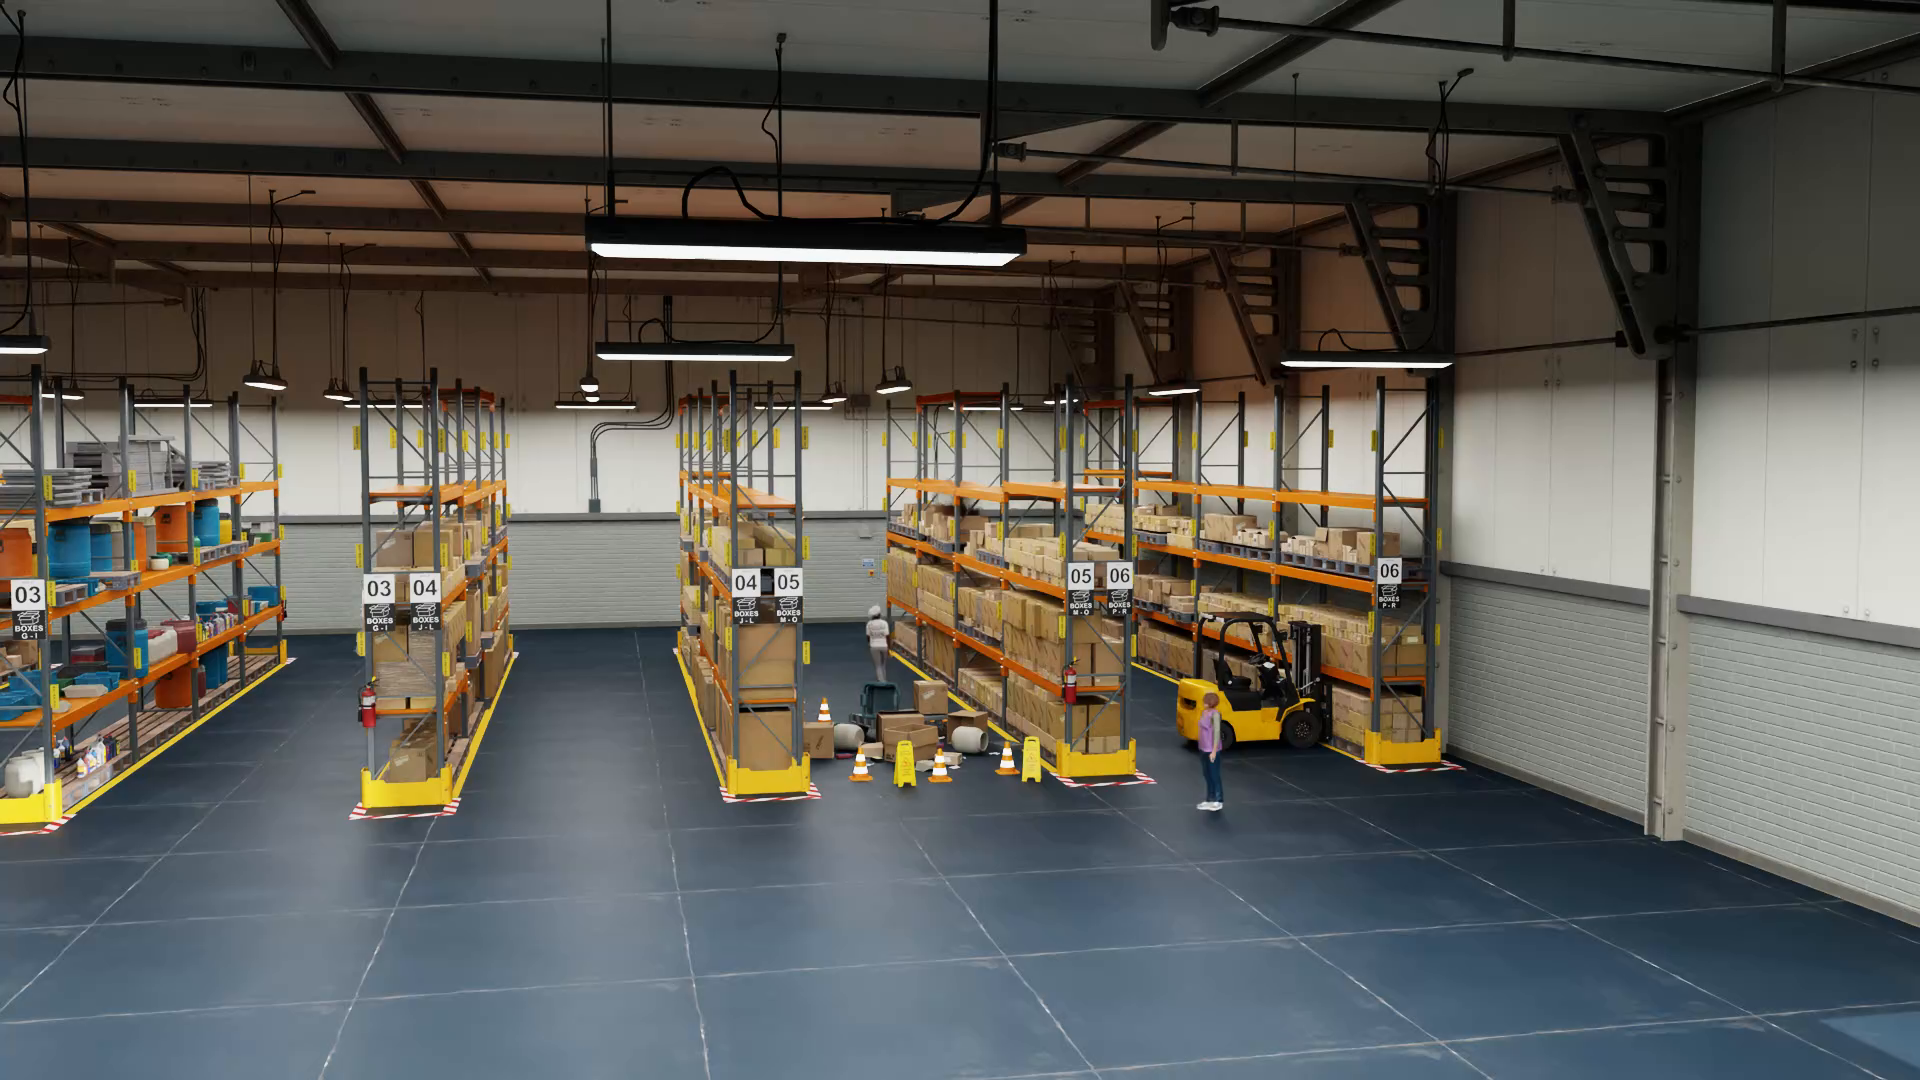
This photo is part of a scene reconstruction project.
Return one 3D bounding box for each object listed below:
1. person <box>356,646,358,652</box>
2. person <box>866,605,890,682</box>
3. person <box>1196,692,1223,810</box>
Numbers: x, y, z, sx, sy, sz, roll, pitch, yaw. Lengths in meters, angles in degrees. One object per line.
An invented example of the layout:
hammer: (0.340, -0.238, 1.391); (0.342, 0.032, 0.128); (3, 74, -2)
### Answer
person: (-13.674, 1.794, 39.126); (1.036, 1.707, 0.643); (-1, 3, -10)
person: (-1.605, 2.093, 32.073); (0.440, 1.691, 0.809); (-1, 4, -22)
person: (3.403, 2.880, 22.542); (0.354, 1.585, 0.478); (-1, 4, -22)
